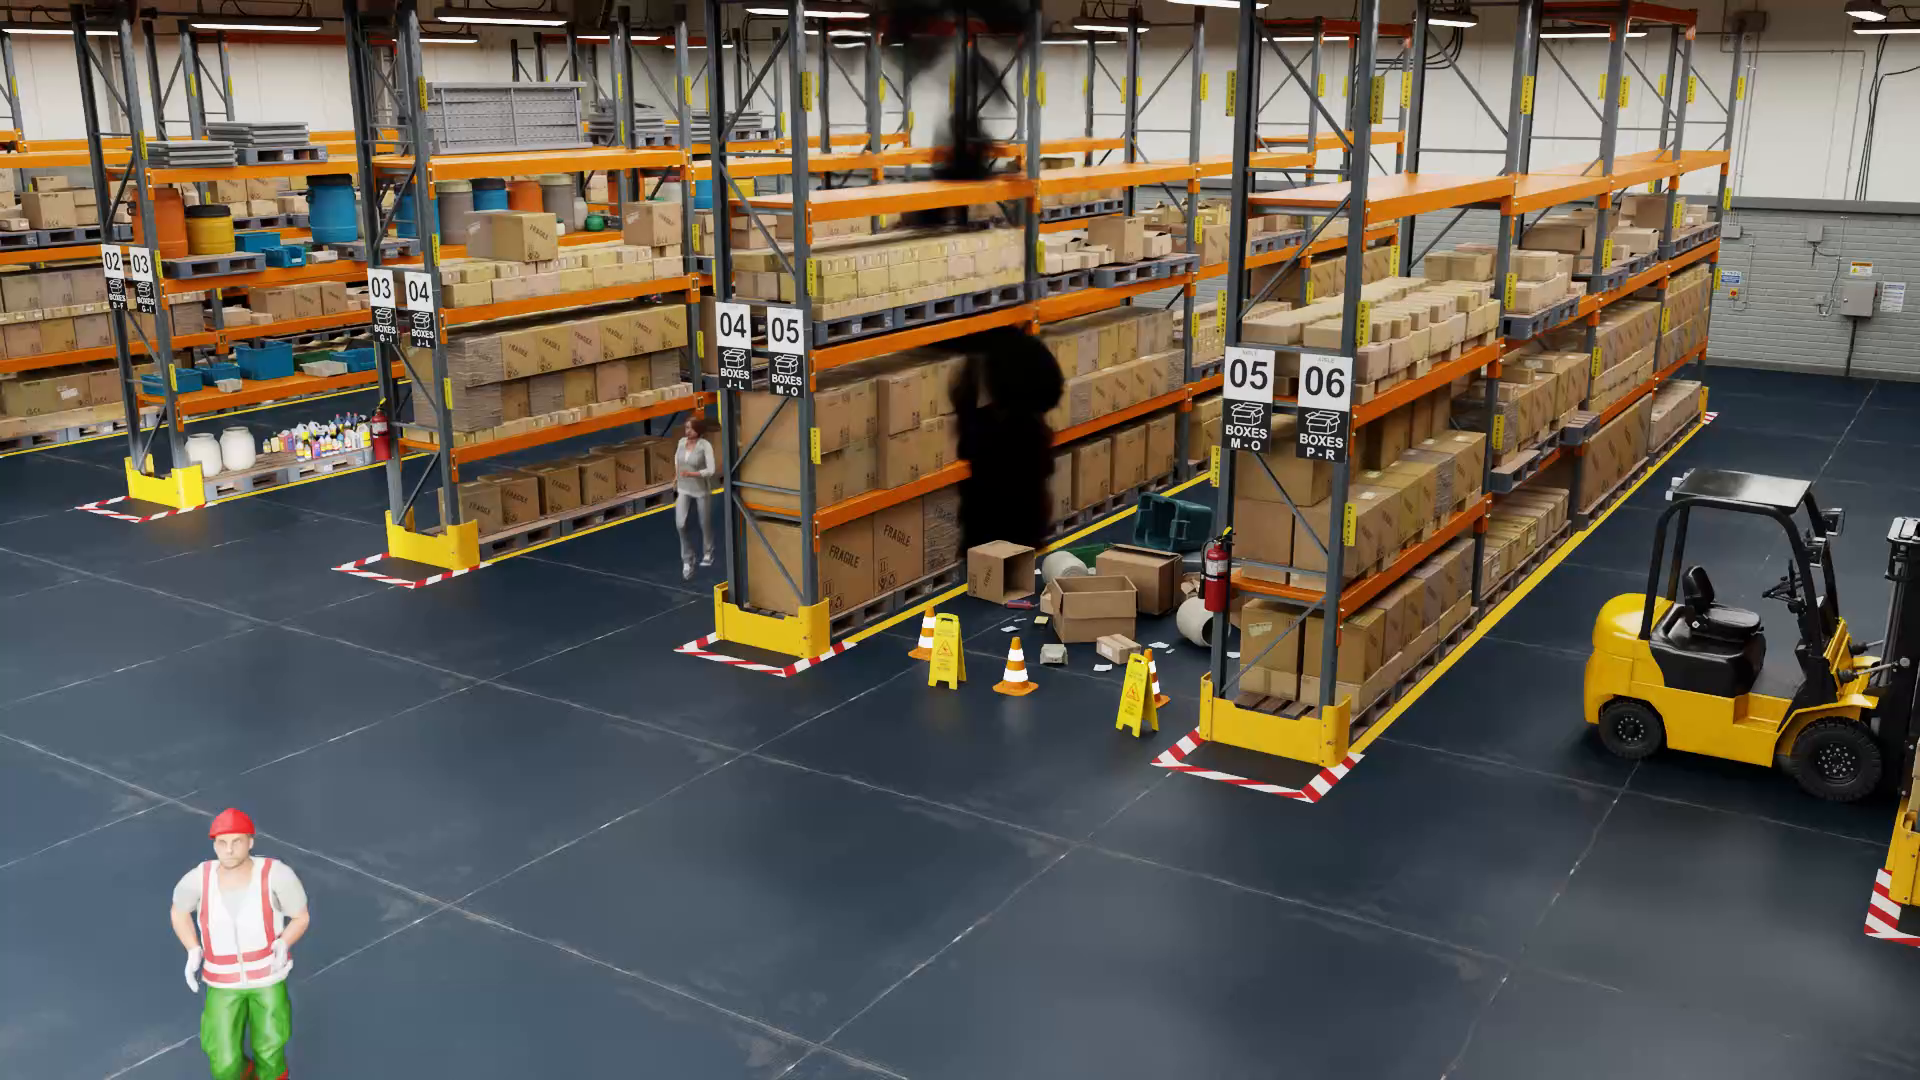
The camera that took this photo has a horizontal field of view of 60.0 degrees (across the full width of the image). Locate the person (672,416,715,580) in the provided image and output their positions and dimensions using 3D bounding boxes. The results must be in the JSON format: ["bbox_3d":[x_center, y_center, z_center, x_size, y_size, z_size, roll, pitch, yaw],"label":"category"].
[{"bbox_3d":[-2.685,-0.422,16.732,0.503,1.654,0.665,3,16,11],"label":"person"}]

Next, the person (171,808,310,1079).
[{"bbox_3d":[-3.500,2.168,8.123,0.643,1.742,0.572,-5,16,-17],"label":"person"}]
